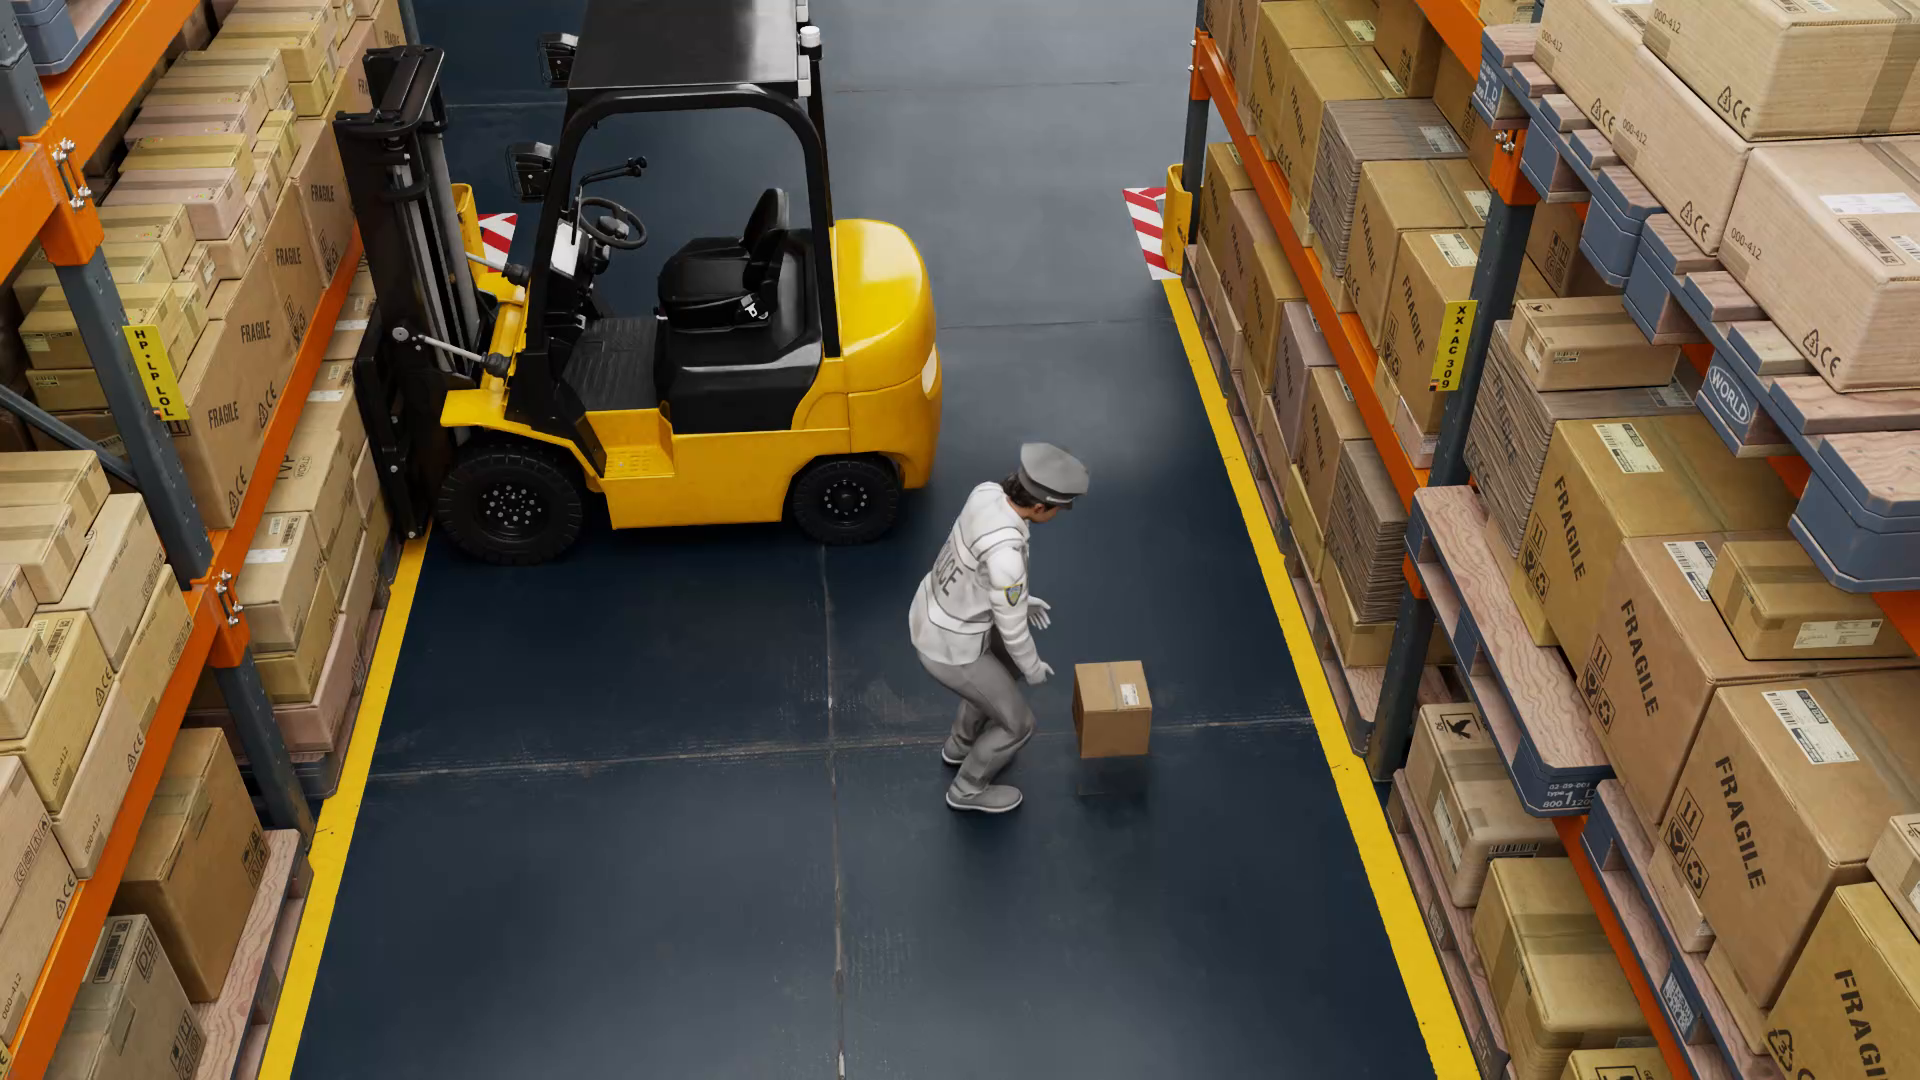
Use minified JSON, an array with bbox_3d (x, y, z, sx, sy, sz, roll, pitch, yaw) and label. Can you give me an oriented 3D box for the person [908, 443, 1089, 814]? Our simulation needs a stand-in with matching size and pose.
[{"bbox_3d":[0.124,0.313,5.911,0.613,1.501,0.529,-3,39,-3],"label":"person"}]
